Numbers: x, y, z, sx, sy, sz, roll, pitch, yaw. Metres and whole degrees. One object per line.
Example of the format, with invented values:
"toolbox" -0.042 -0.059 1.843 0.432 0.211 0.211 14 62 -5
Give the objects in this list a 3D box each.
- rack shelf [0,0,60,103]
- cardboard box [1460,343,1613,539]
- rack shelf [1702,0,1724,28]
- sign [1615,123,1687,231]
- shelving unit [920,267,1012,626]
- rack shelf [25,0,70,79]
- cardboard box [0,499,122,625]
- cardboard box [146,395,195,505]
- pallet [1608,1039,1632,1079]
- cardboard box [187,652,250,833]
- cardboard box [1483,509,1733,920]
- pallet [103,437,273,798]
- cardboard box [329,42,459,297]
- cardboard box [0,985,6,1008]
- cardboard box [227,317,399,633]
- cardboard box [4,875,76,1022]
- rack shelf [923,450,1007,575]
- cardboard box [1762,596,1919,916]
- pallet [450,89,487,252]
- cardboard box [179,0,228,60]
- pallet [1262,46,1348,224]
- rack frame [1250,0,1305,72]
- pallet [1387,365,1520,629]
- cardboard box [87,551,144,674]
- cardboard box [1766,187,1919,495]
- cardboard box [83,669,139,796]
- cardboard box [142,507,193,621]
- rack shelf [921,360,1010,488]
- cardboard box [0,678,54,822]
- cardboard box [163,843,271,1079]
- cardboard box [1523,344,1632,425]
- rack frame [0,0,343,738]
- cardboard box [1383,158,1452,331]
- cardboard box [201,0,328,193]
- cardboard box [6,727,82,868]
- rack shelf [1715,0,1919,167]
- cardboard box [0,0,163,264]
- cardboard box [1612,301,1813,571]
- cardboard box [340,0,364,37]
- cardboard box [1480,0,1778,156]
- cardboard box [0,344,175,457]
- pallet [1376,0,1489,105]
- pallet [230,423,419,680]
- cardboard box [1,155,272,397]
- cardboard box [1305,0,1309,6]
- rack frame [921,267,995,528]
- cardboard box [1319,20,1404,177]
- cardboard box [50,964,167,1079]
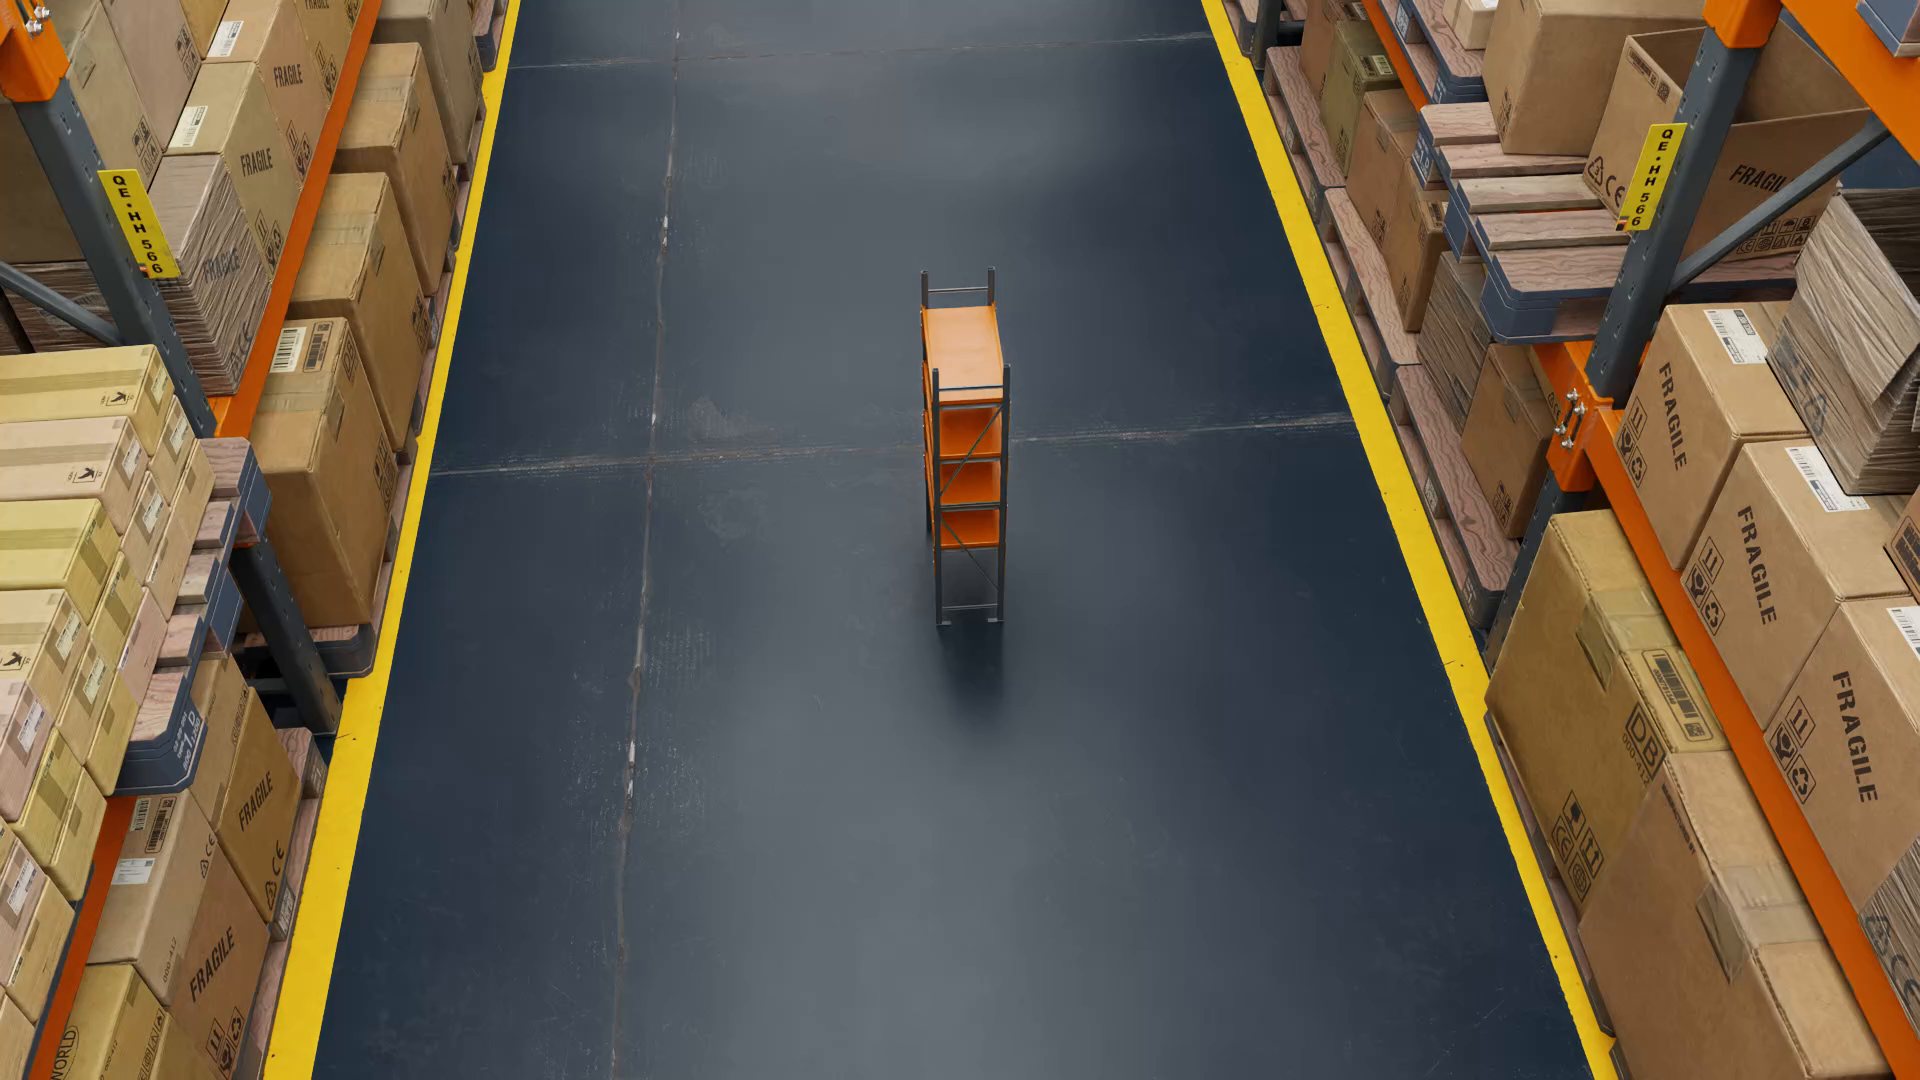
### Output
"rack shelf" -2.442 0.280 2.348 1.077 0.370 4.000 -3 47 -3
"cardboard box" 2.265 -0.386 5.968 0.700 0.500 0.500 -6 47 -5
"rack shelf" 2.174 -2.842 5.305 1.077 0.370 4.000 -3 47 -3
"sign" 1.801 -0.942 4.333 0.100 0.325 0.005 -3 47 -3
"shelving unit" 0.014 -0.293 5.701 0.258 1.200 0.503 -3 47 -3
"rack shelf" -2.777 -2.614 5.089 1.077 0.370 4.000 -3 47 -3
"cardboard box" -2.071 0.053 3.608 0.380 0.149 0.250 -2 47 -2
"cardboard box" -2.115 -0.213 4.065 0.380 0.149 0.250 -3 47 -2
"pallet" 2.431 1.804 4.396 1.003 0.211 1.213 -3 47 -3
"cardboard box" -2.291 0.554 4.576 0.500 0.250 0.500 -4 47 -4
"cardboard box" 2.378 0.476 4.907 1.225 0.875 0.875 -5 47 -5
"pallet" -2.444 0.193 4.134 1.213 0.211 1.003 -3 47 -3
"cardboard box" -2.726 -1.506 6.870 1.050 0.750 0.750 -3 47 -3
"cardboard box" -1.983 0.907 3.004 0.380 0.149 0.250 -4 47 -4
"cardboard box" -2.571 -0.199 5.633 1.050 0.750 0.750 -4 47 -4
"cardboard box" -2.008 0.817 3.294 0.380 0.149 0.250 -2 47 -2
"rack shelf" 0.014 -0.110 5.894 0.258 0.148 0.480 -3 47 -3
"cardboard box" 2.203 0.466 3.673 0.500 0.500 0.500 -4 47 -4
"pallet" -2.805 -1.764 7.775 1.003 0.211 1.213 -3 47 -3
"cardboard box" -2.726 -1.823 5.153 0.700 0.500 0.500 -4 47 -4
"pallet" 2.073 -1.983 7.982 1.003 0.211 1.213 -3 47 -3
"rack frame" 2.006 -3.505 7.503 1.000 3.000 0.127 -3 47 -3
"pallet" 2.277 -0.217 6.311 1.003 0.211 1.213 -3 47 -3
"cardboard box" -2.066 0.170 3.702 0.380 0.149 0.250 -2 47 -2
"cardboard box" 2.386 -0.460 3.860 0.797 0.503 0.637 -2 47 -2
"cardboard box" -2.052 0.435 3.656 0.380 0.149 0.250 -4 47 -4
"cardboard box" -2.091 0.068 4.003 0.380 0.149 0.250 -4 47 -3
"rack shelf" 0.014 -0.400 5.587 0.258 0.148 0.480 -3 47 -3
"cardboard box" -2.031 0.421 3.260 0.380 0.149 0.250 -3 47 -3
"cardboard box" -2.254 1.169 4.510 0.500 0.500 0.500 -2 47 -2
"cardboard box" 2.255 -0.643 5.696 0.500 0.250 0.500 -2 47 -2
"rack frame" -2.610 -0.382 4.546 1.000 3.000 0.127 -3 47 -3
"cardboard box" 2.152 -1.196 6.736 0.700 0.500 0.500 0 47 0
"cardboard box" -2.465 -1.491 5.527 0.500 0.500 0.500 -4 47 -3
"cardboard box" -2.027 0.531 3.360 0.380 0.149 0.250 -4 47 -4
"rack shelf" 2.509 0.052 2.564 1.077 0.370 4.000 -3 47 -3
"cardboard box" -2.637 -1.086 4.455 0.700 0.500 0.500 -4 47 -4
"cardboard box" 2.111 -0.277 4.378 0.500 0.500 0.500 -2 47 -2
"cardboard box" -2.550 -2.218 6.216 0.500 0.500 0.500 -3 47 -3
"cardboard box" 2.110 -1.576 5.318 0.700 0.500 0.500 3 47 3
"cardboard box" -2.112 -0.318 3.960 0.380 0.149 0.250 -5 47 -5
"pallet" 2.135 -1.975 6.186 1.003 0.211 1.213 -3 47 -3
"pallet" -2.601 0.001 6.103 1.003 0.211 1.213 -3 47 -3
"cardboard box" -2.378 -0.758 4.833 0.500 0.500 0.500 -3 47 -3
"cardboard box" 2.013 -3.082 8.535 0.500 0.500 0.500 -5 47 -5
"rack frame" -0.007 -0.469 5.868 0.240 1.200 0.015 -3 47 -3
"cardboard box" 2.058 -2.005 7.501 0.700 0.500 0.500 -4 47 -4
"cardboard box" -2.211 1.287 3.881 0.500 0.250 0.500 -2 47 -2
